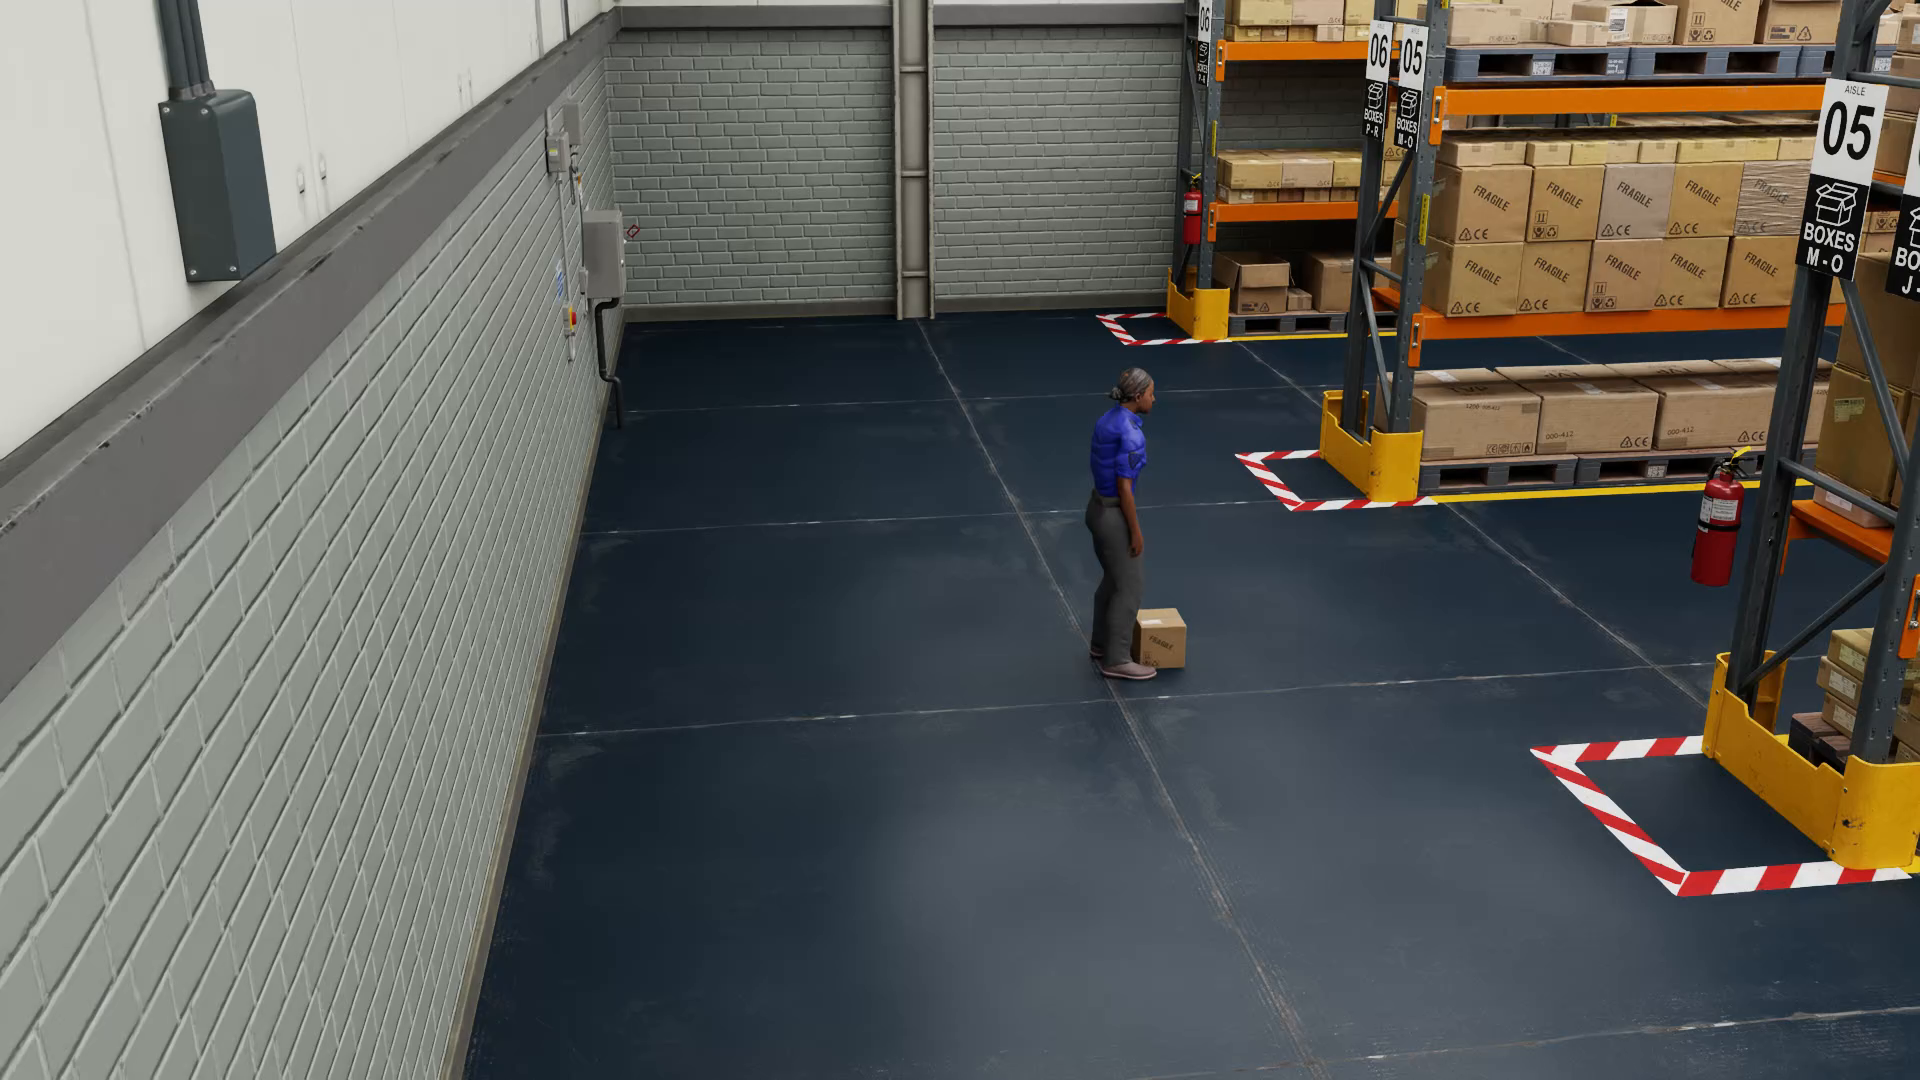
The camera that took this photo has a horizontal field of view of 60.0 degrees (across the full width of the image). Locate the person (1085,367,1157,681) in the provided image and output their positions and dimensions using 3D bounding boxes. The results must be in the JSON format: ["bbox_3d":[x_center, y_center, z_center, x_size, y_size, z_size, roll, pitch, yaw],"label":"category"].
[{"bbox_3d":[0.858,-0.100,8.856,0.351,1.653,0.524,-4,21,-11],"label":"person"}]
